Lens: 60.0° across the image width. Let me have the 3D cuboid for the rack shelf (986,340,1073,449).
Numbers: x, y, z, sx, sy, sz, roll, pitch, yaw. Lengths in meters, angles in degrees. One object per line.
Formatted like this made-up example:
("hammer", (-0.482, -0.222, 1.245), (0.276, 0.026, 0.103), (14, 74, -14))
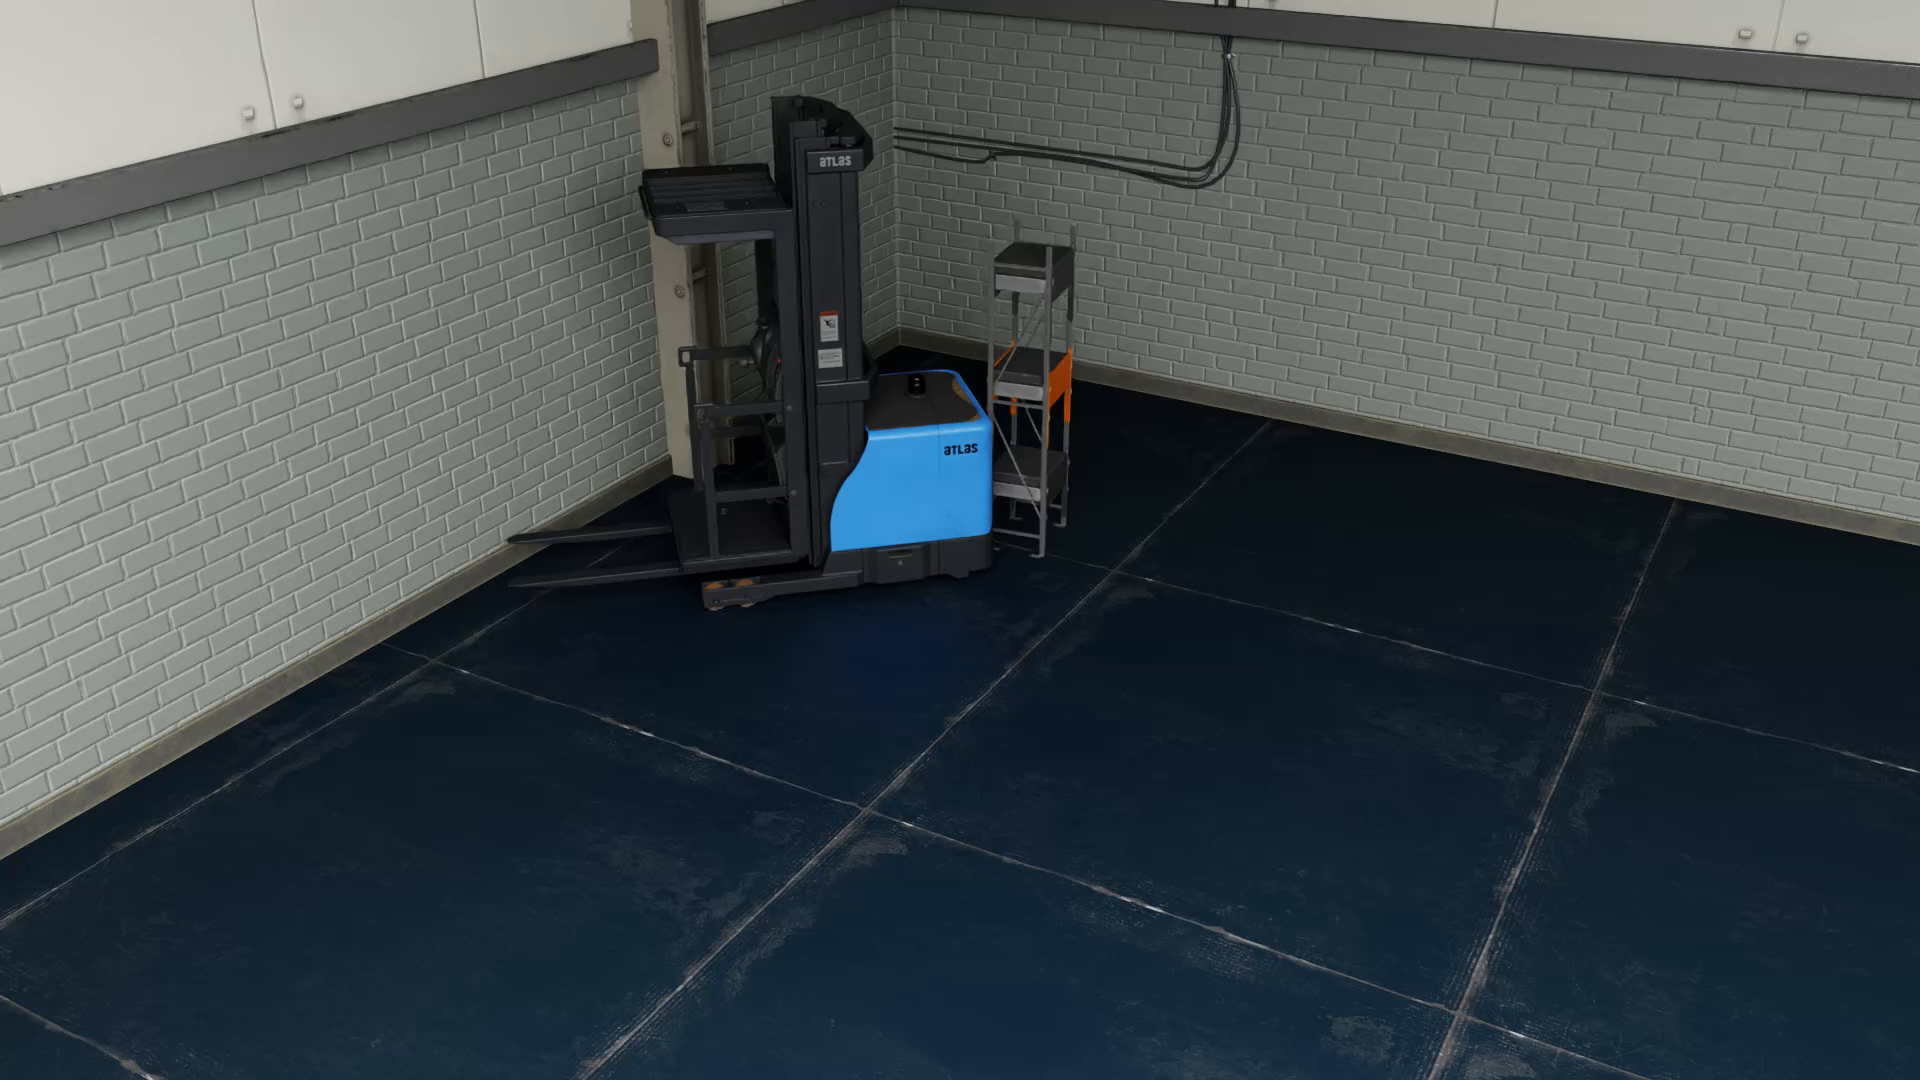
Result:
("rack shelf", (0.451, -0.945, 10.743), (0.431, 0.518, 0.480), (9, 28, 18))

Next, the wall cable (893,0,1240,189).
("wall cable", (0.709, -4.023, 12.623), (3.097, 2.526, 0.112), (14, 30, 26))

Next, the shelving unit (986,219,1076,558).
("shelving unit", (0.451, -0.958, 10.737), (0.431, 2.100, 0.503), (9, 28, 18))

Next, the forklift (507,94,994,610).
("forklift", (-1.360, -1.136, 10.165), (3.031, 2.935, 1.130), (-6, 27, -12))

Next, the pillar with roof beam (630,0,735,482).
("pillar with roof beam", (1.857, -3.607, 8.322), (9.100, 9.000, 0.400), (14, 30, 26))

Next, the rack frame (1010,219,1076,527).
("rack frame", (0.535, -1.060, 10.942), (0.400, 2.100, 0.015), (9, 28, 18))

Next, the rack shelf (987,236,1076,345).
("rack shelf", (0.451, -1.571, 10.430), (0.431, 0.518, 0.480), (9, 28, 18))

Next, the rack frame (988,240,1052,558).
("rack frame", (0.367, -0.855, 10.532), (0.400, 2.100, 0.015), (9, 28, 18))

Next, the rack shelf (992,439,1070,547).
("rack shelf", (0.451, -0.319, 11.057), (0.431, 0.518, 0.480), (9, 28, 18))
